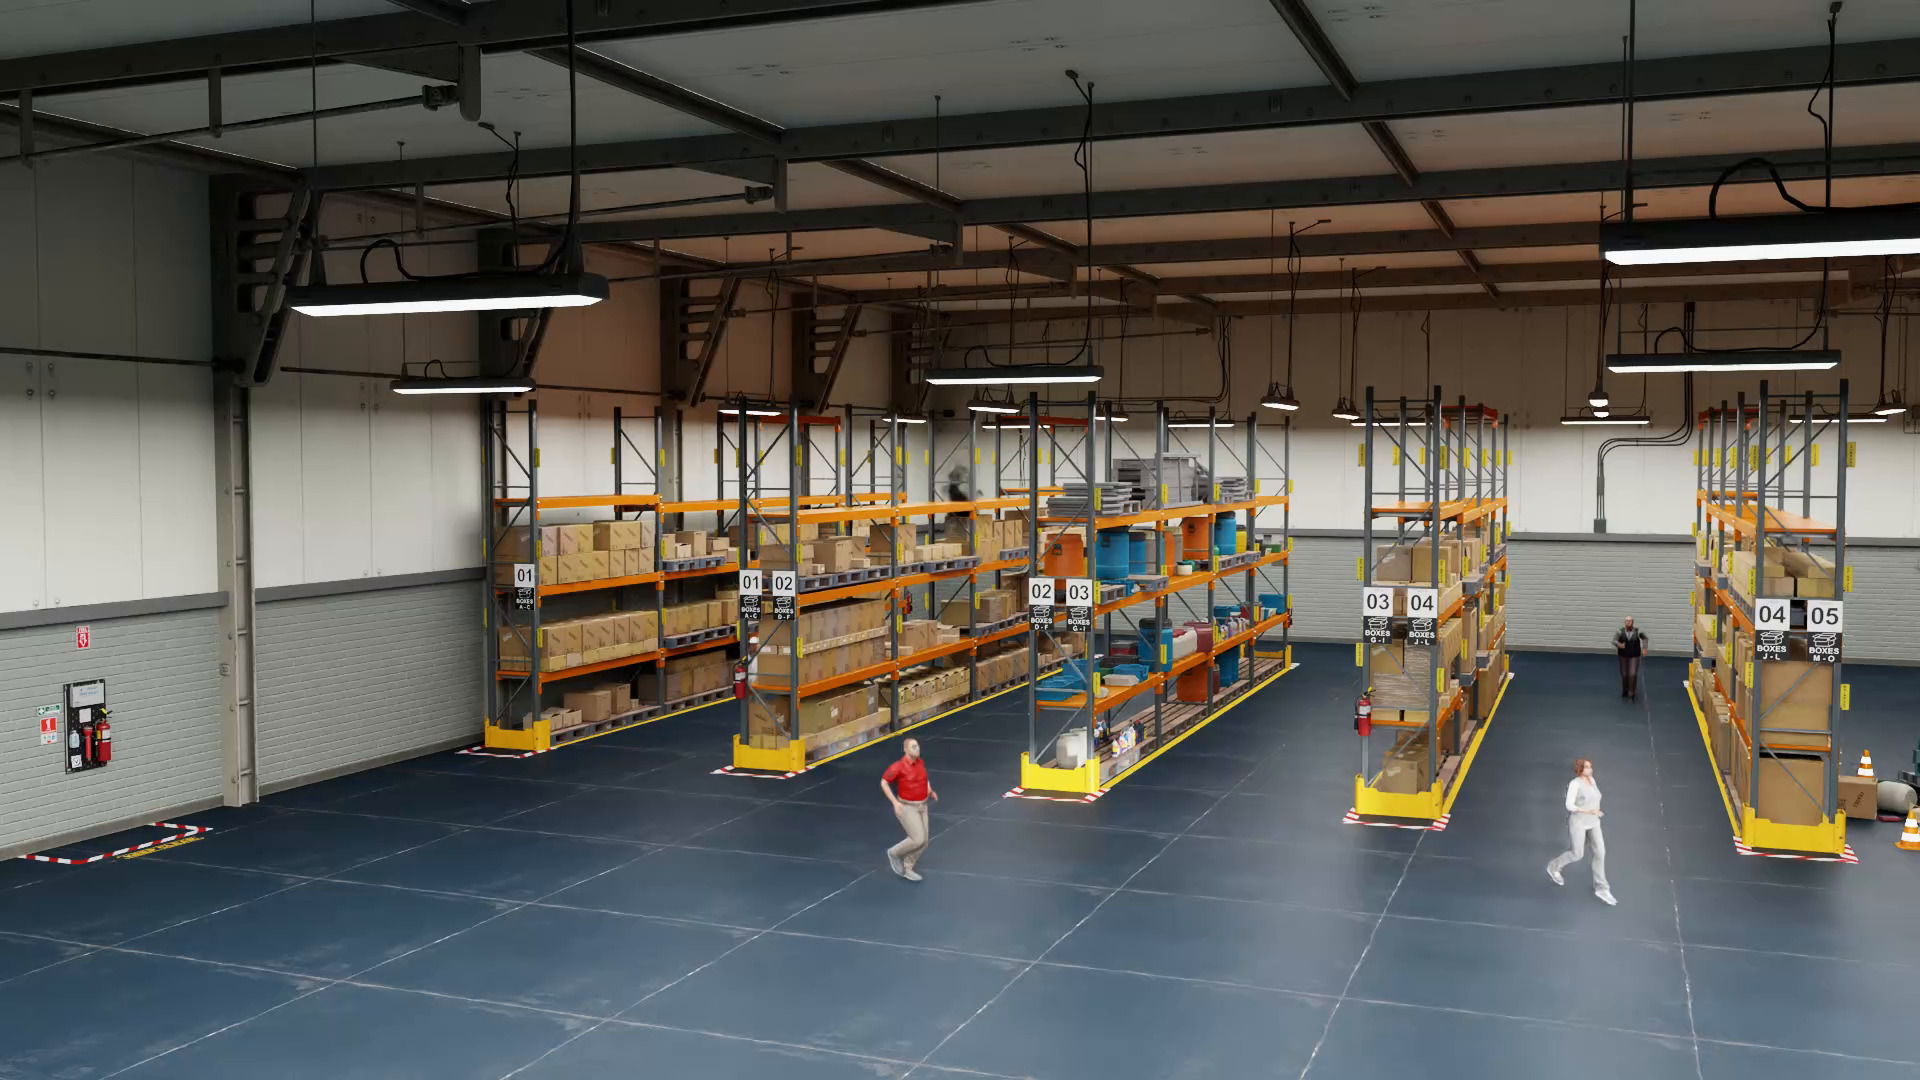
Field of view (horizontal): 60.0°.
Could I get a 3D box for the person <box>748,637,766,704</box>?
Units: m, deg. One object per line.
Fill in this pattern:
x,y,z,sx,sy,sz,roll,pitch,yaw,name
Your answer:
-3.710,2.642,30.289,0.673,1.770,0.849,1,3,20,person

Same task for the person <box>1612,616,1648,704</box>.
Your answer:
13.786,2.459,34.257,0.671,1.785,0.789,1,3,27,person

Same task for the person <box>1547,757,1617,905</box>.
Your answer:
7.088,3.267,18.927,0.550,1.597,0.894,-2,3,-29,person

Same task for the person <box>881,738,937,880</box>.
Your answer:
-0.541,3.190,19.665,0.590,1.686,0.657,2,4,39,person
